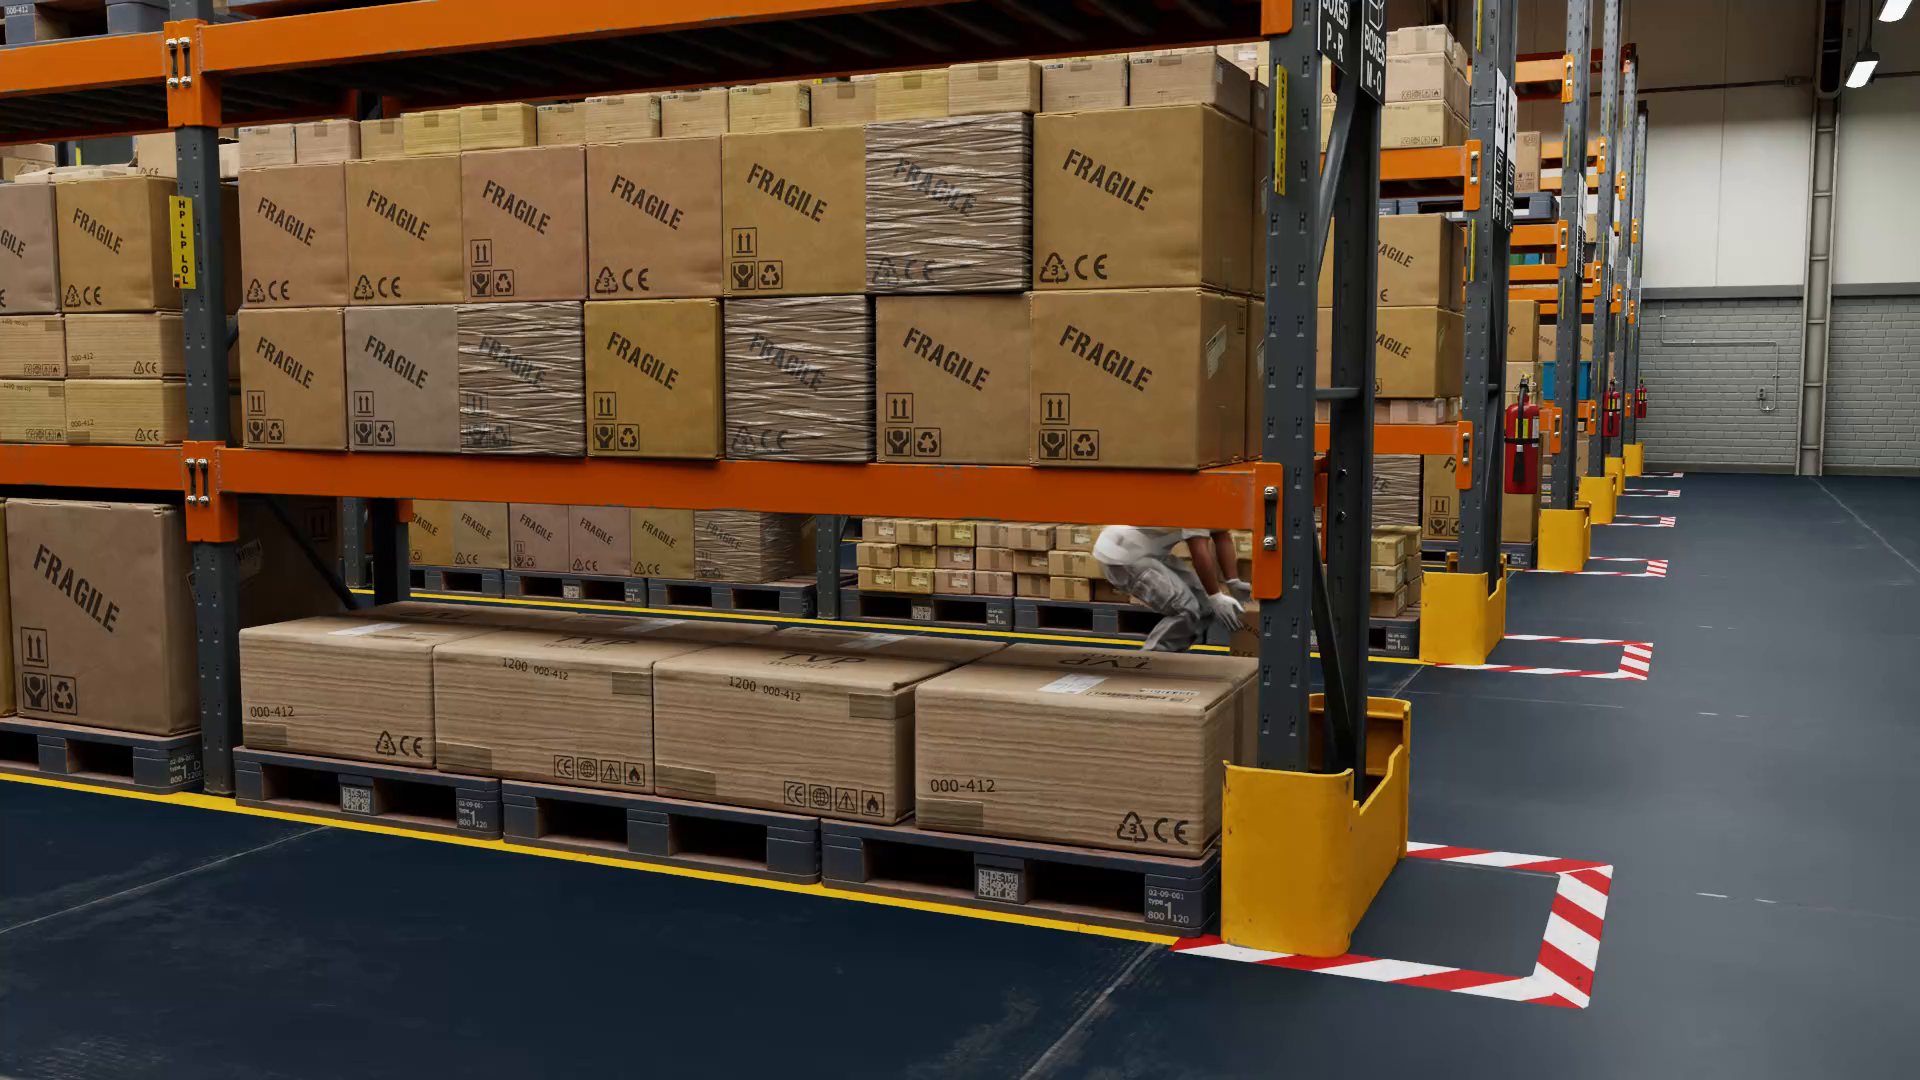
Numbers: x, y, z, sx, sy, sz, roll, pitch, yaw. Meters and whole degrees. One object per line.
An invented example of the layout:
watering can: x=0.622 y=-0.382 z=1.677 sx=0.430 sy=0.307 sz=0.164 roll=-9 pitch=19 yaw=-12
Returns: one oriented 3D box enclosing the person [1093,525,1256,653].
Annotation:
person: x=1.100 y=0.129 z=8.258 sx=0.833 sy=1.264 sz=0.606 roll=2 pitch=6 yaw=24
